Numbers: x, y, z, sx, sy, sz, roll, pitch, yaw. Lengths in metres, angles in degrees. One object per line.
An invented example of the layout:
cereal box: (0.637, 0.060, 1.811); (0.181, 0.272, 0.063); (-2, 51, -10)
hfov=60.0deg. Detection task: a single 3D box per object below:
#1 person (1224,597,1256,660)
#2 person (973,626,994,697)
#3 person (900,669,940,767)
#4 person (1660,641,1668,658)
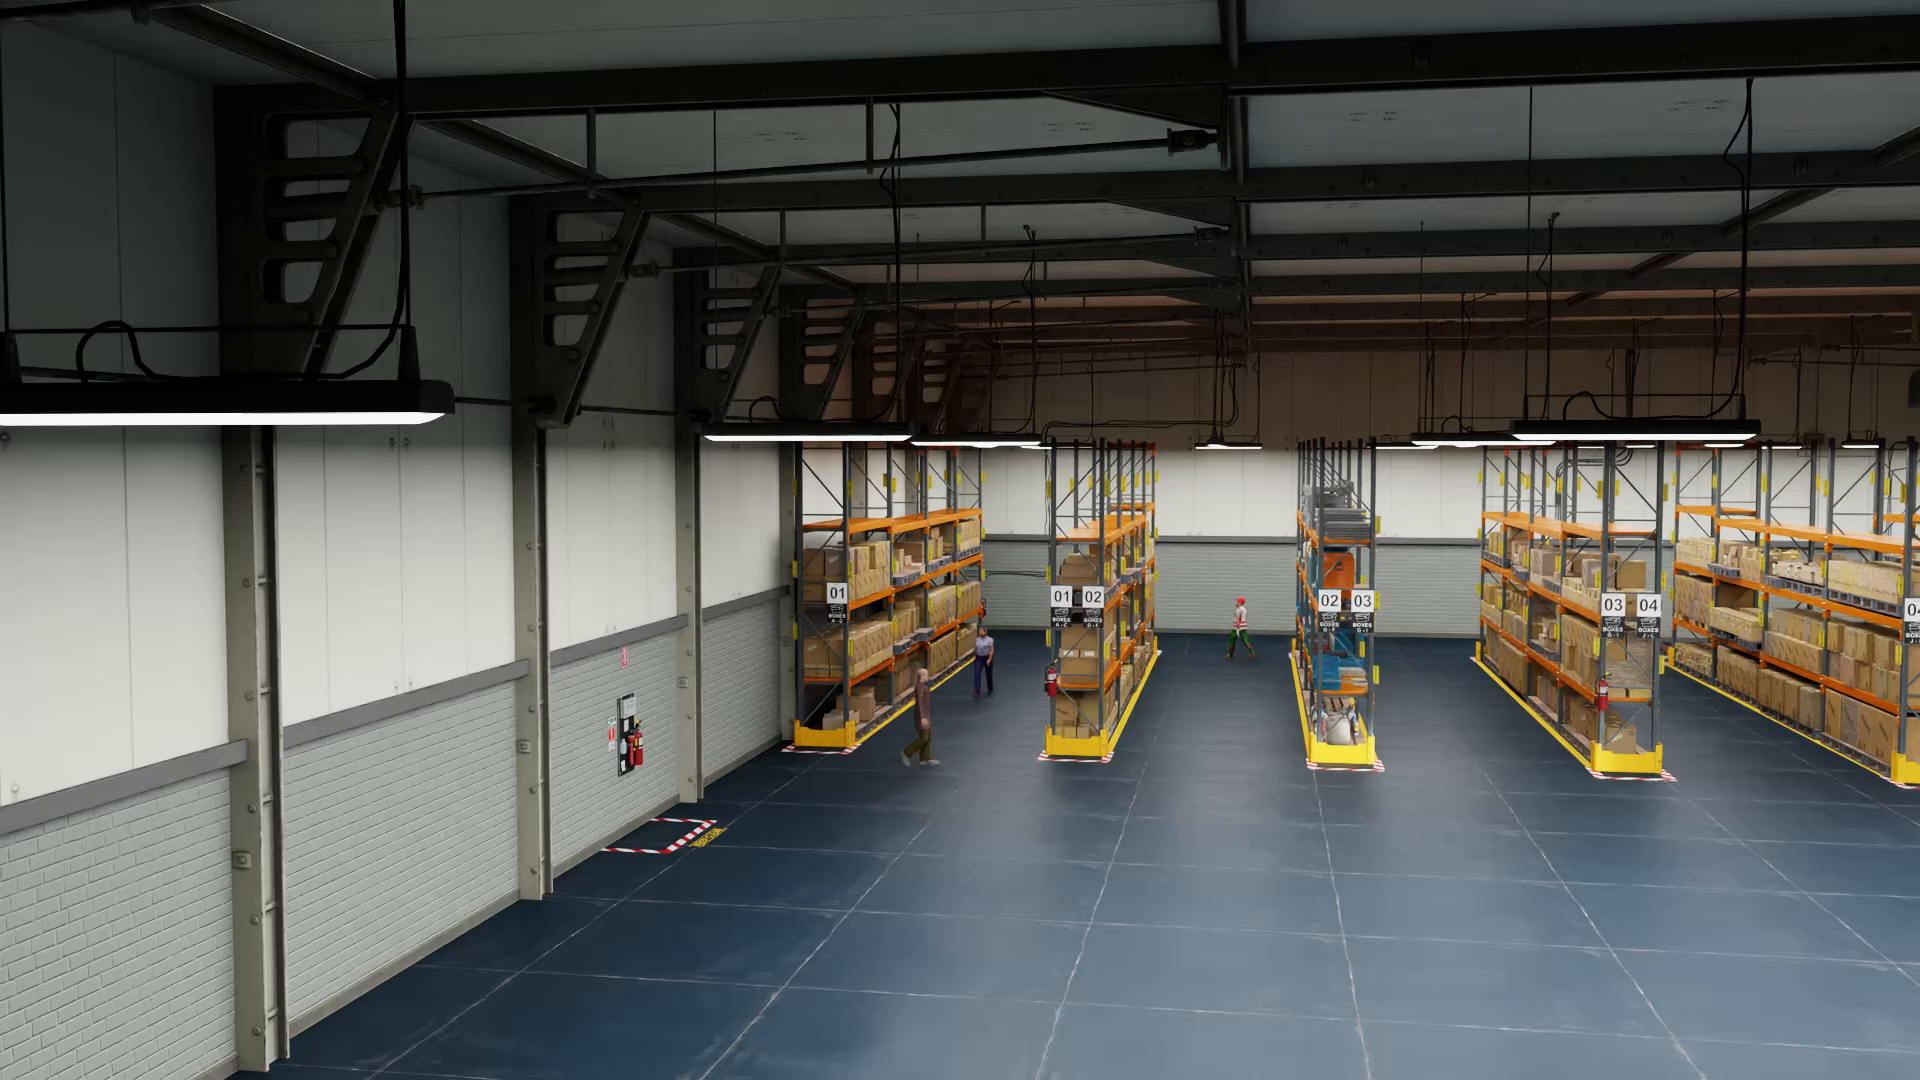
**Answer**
person: (7.699, 2.437, 45.616); (0.498, 1.750, 1.073); (-2, 4, -32)
person: (0.548, 2.836, 38.977); (0.501, 1.610, 0.905); (1, 3, 17)
person: (-0.732, 3.224, 30.265); (0.720, 1.774, 0.607); (0, 3, -1)
person: (19.056, 2.503, 45.673); (1.067, 1.611, 0.452); (0, 3, 8)
